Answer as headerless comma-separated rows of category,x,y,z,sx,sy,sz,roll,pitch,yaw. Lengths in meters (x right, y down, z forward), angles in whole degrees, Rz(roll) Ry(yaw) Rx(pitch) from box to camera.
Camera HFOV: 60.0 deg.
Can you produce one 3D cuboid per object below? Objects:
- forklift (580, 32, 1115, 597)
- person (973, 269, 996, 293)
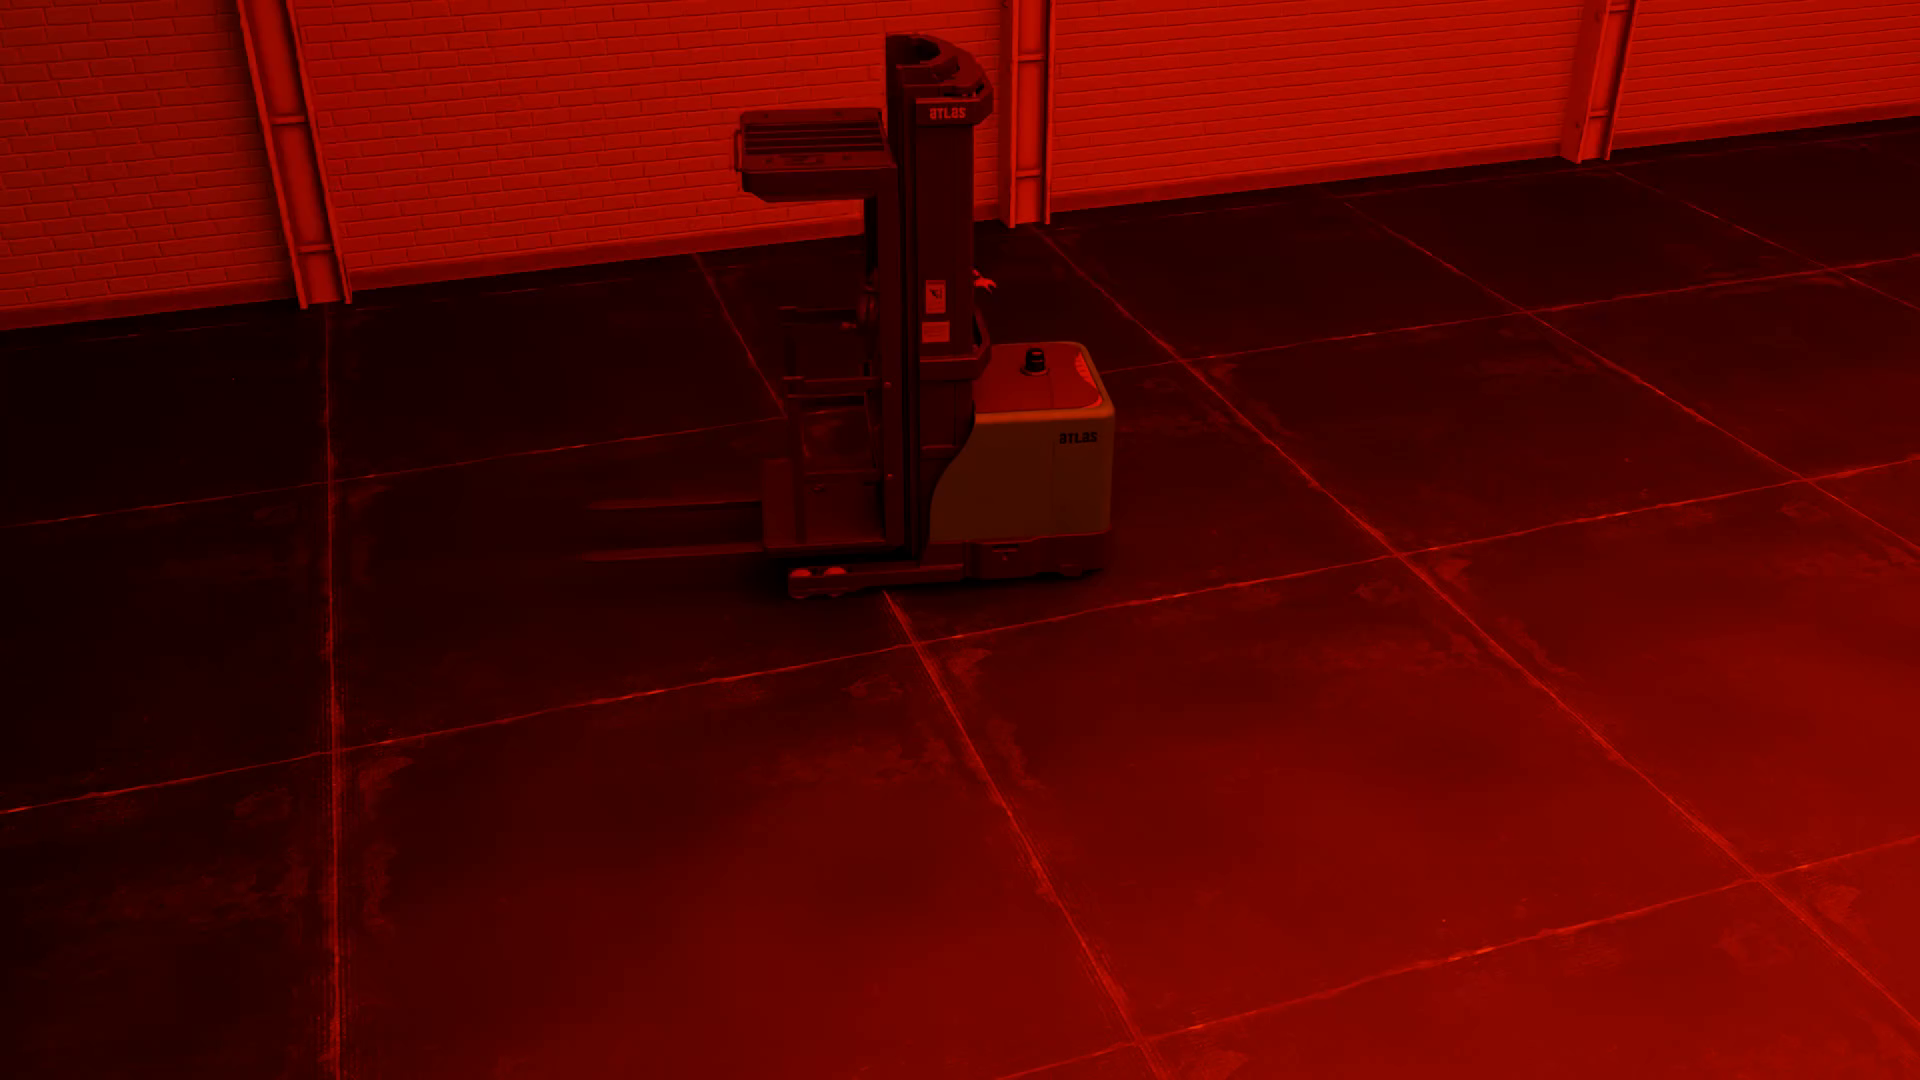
forklift,-0.681,-1.215,9.199,3.031,2.935,1.130,-3,30,-6
person,-0.062,-1.499,11.239,0.795,1.406,1.088,20,36,31
